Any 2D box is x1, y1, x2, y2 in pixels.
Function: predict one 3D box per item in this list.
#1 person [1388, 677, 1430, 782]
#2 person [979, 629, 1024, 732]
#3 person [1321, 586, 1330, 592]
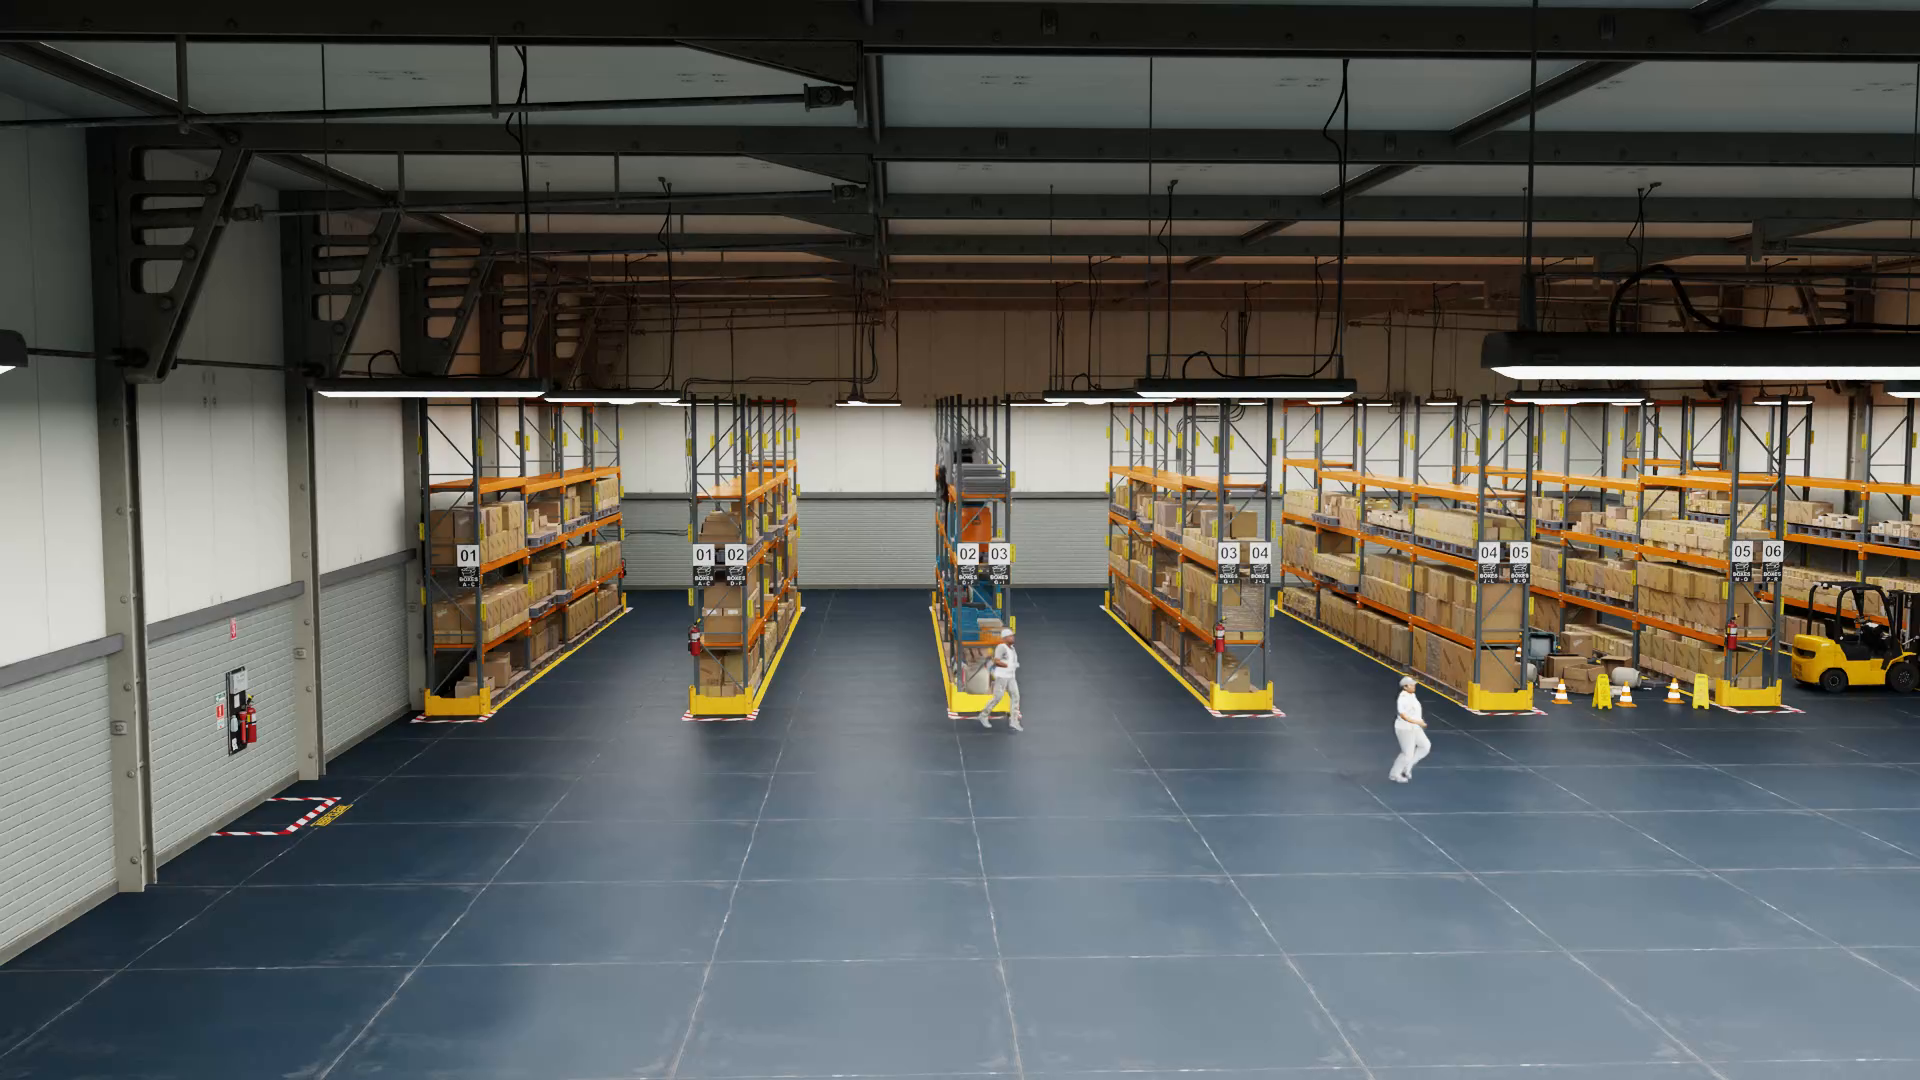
[{"bbox_3d":[6.902,2.899,25.527,0.588,1.626,0.618,2,5,29],"label":"person"},{"bbox_3d":[0.797,2.483,29.718,0.879,1.802,0.689,3,5,29],"label":"person"},{"bbox_3d":[10.554,1.099,48.608,0.692,1.621,0.617,4,6,38],"label":"person"}]
